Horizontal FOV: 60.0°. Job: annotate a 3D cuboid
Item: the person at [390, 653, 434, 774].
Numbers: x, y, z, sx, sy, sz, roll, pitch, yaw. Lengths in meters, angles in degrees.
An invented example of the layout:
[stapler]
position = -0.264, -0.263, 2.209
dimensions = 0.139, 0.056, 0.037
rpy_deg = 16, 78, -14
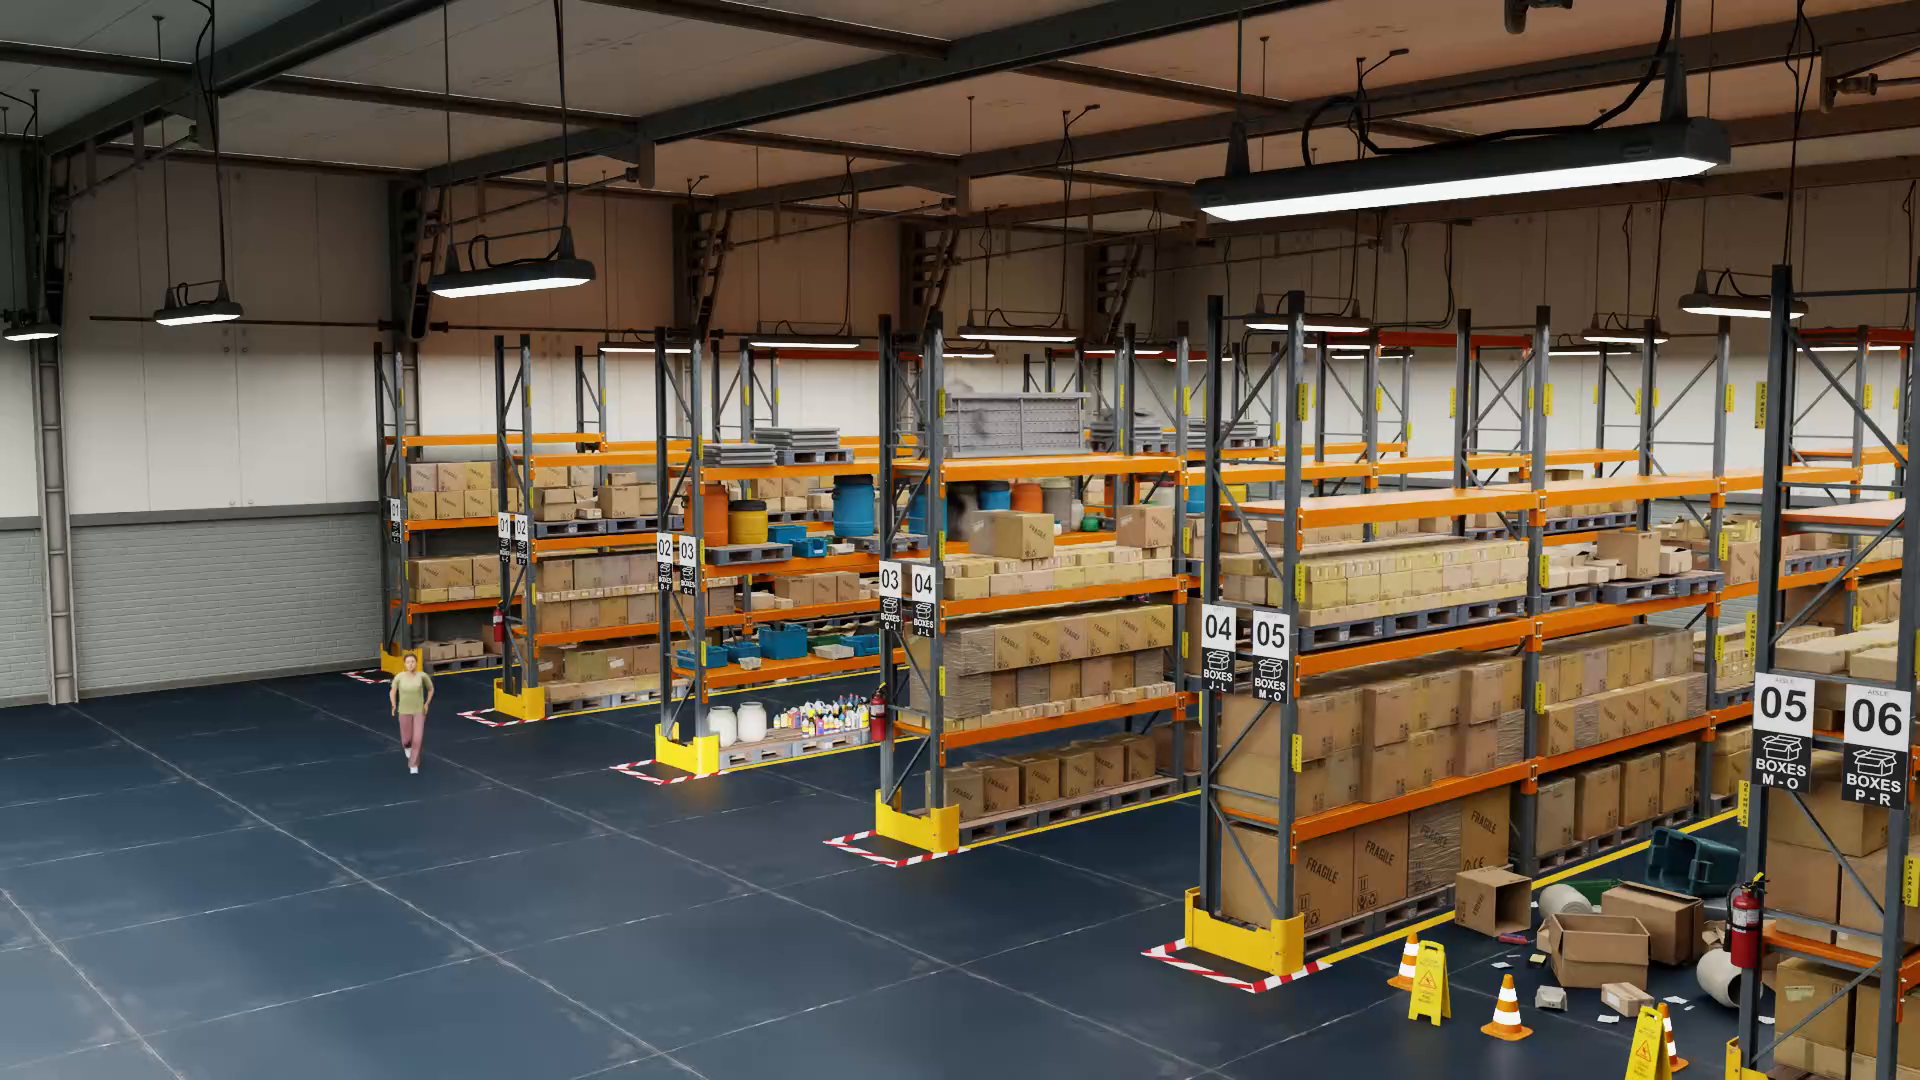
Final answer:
[person]
position = -7.409, 2.319, 22.516
dimensions = 0.572, 1.617, 0.623
rpy_deg = -2, 5, -16
